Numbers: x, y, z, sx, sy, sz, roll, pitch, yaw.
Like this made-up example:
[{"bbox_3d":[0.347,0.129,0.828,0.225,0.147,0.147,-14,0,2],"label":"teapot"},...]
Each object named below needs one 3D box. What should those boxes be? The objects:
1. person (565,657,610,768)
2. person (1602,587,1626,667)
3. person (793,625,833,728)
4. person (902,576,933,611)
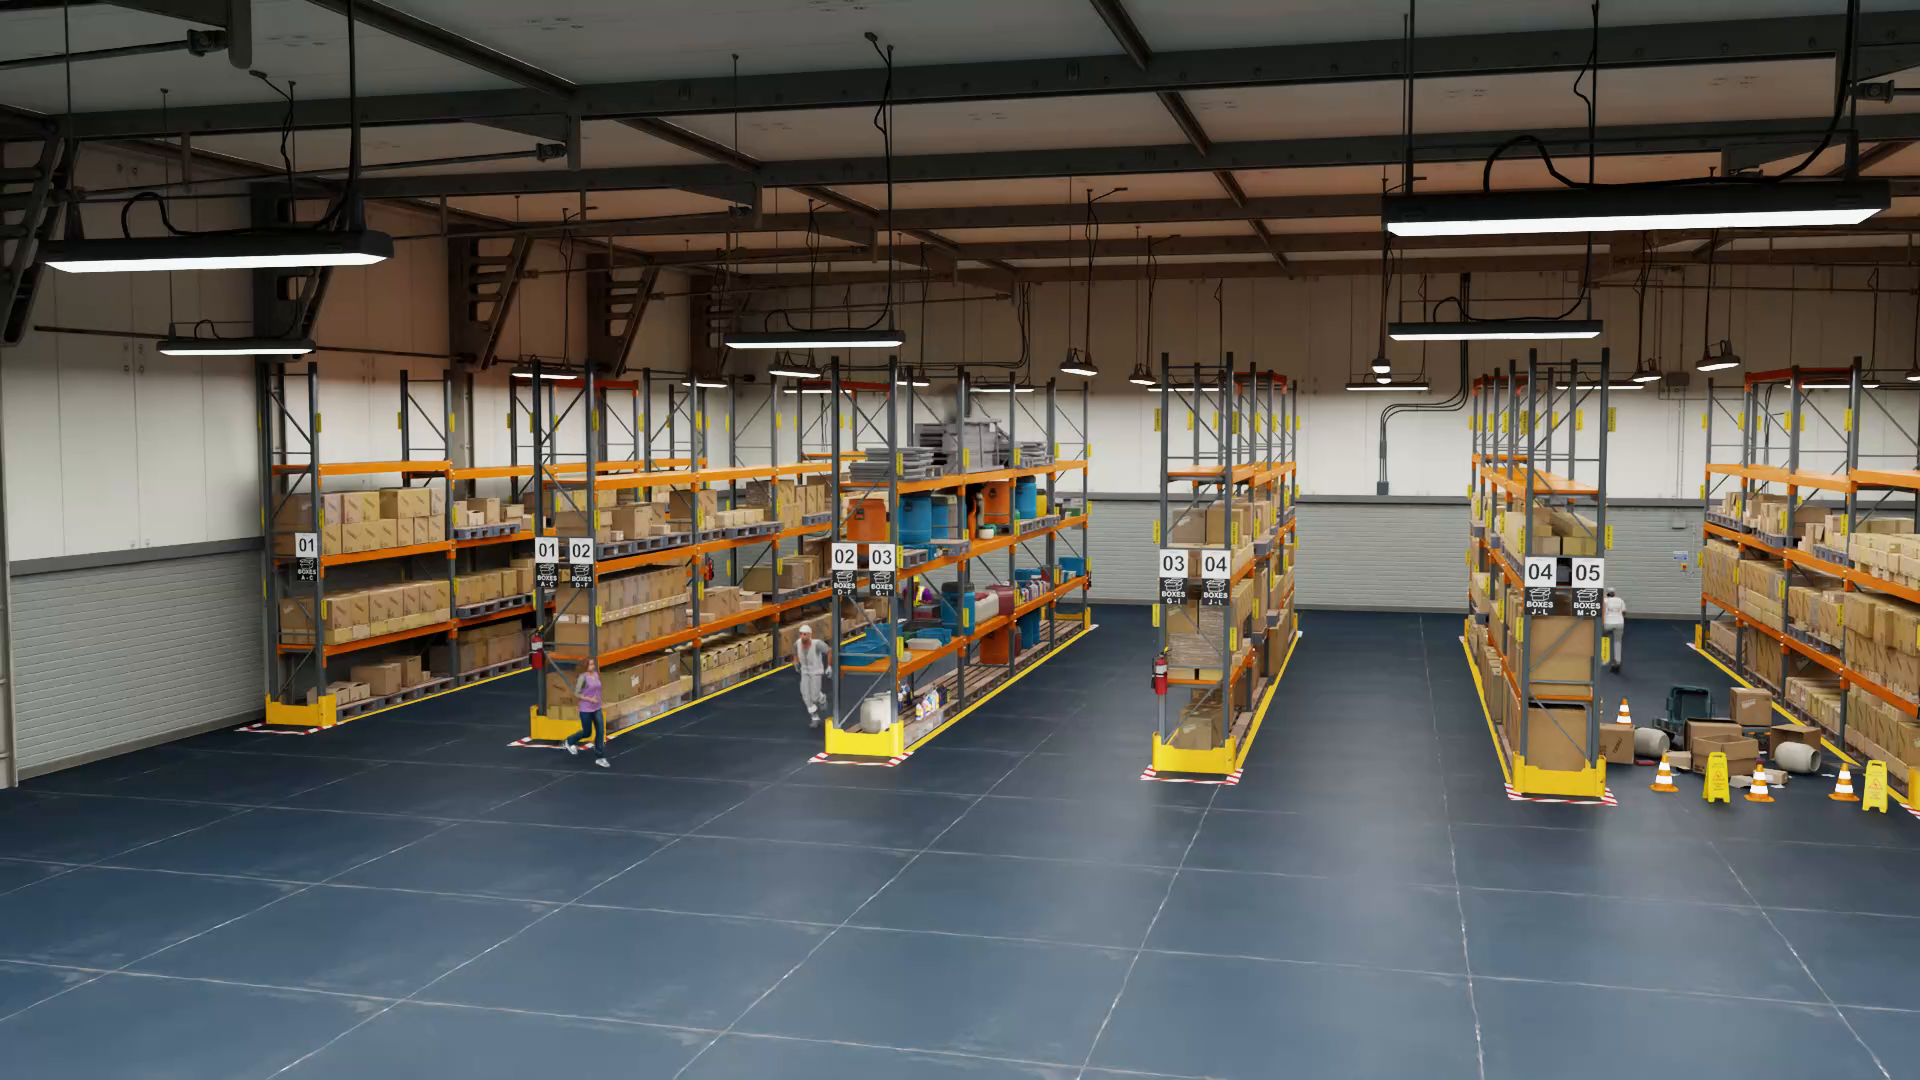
[{"bbox_3d":[-5.443,2.500,24.337,0.848,1.599,0.538,3,5,34],"label":"person"},{"bbox_3d":[13.363,1.795,34.064,0.593,1.642,0.868,1,4,10],"label":"person"},{"bbox_3d":[-2.438,2.232,27.499,0.654,1.710,0.780,2,4,25],"label":"person"},{"bbox_3d":[-0.912,1.633,35.761,0.691,1.774,0.963,0,4,5],"label":"person"}]
